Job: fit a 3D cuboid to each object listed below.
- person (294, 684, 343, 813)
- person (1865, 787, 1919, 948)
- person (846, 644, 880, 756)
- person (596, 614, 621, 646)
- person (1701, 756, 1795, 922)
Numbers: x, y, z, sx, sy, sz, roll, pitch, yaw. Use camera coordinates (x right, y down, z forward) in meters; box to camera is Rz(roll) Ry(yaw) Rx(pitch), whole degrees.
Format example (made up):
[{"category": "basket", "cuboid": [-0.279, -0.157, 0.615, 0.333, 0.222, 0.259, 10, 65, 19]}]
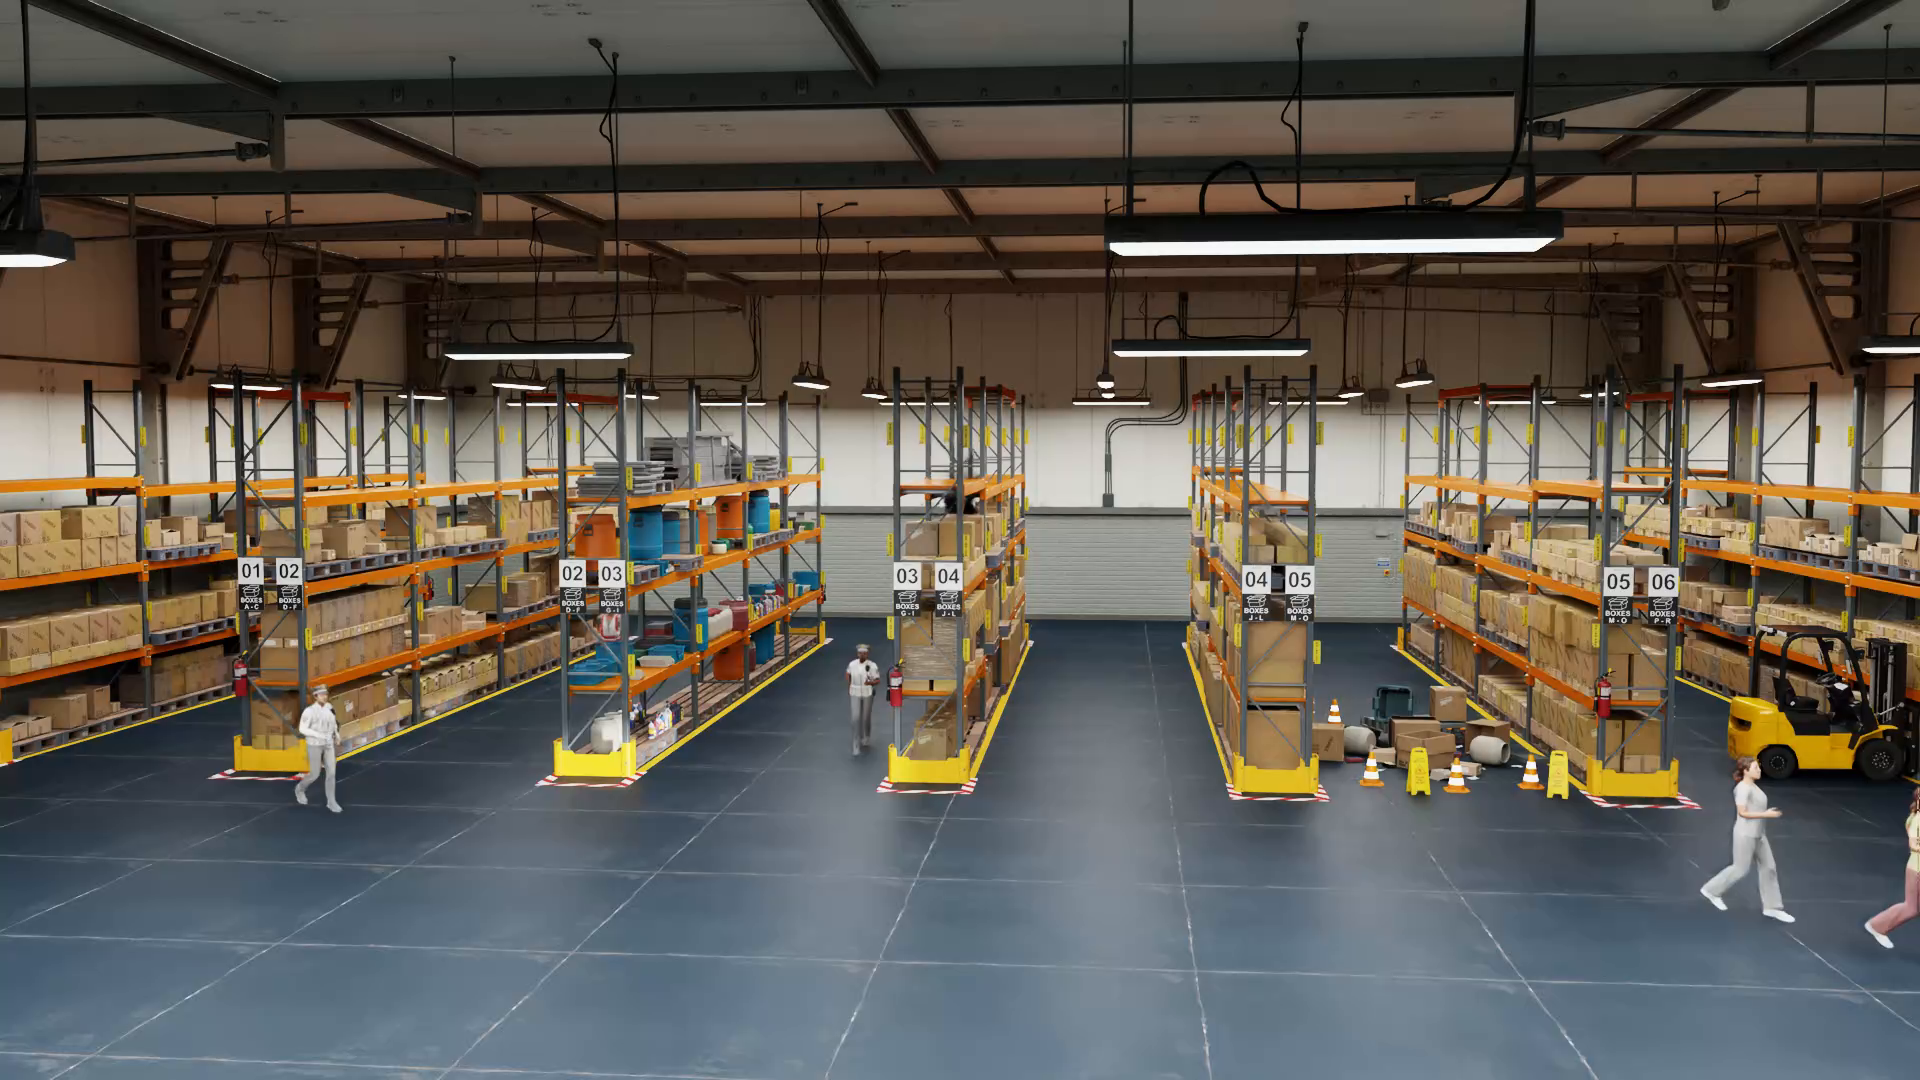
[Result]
[{"category": "person", "cuboid": [-8.601, 2.773, 22.328, 0.814, 1.713, 0.639, 2, 4, 32]}, {"category": "person", "cuboid": [9.138, 3.164, 15.789, 0.580, 1.671, 0.970, -3, 5, -41]}, {"category": "person", "cuboid": [-1.546, 2.509, 26.453, 0.569, 1.741, 0.841, 0, 4, 0]}, {"category": "person", "cuboid": [-6.872, 2.072, 32.753, 0.597, 1.805, 0.967, -1, 4, -8]}, {"category": "person", "cuboid": [8.169, 3.063, 17.211, 0.908, 1.664, 0.570, 3, 5, 43]}]
